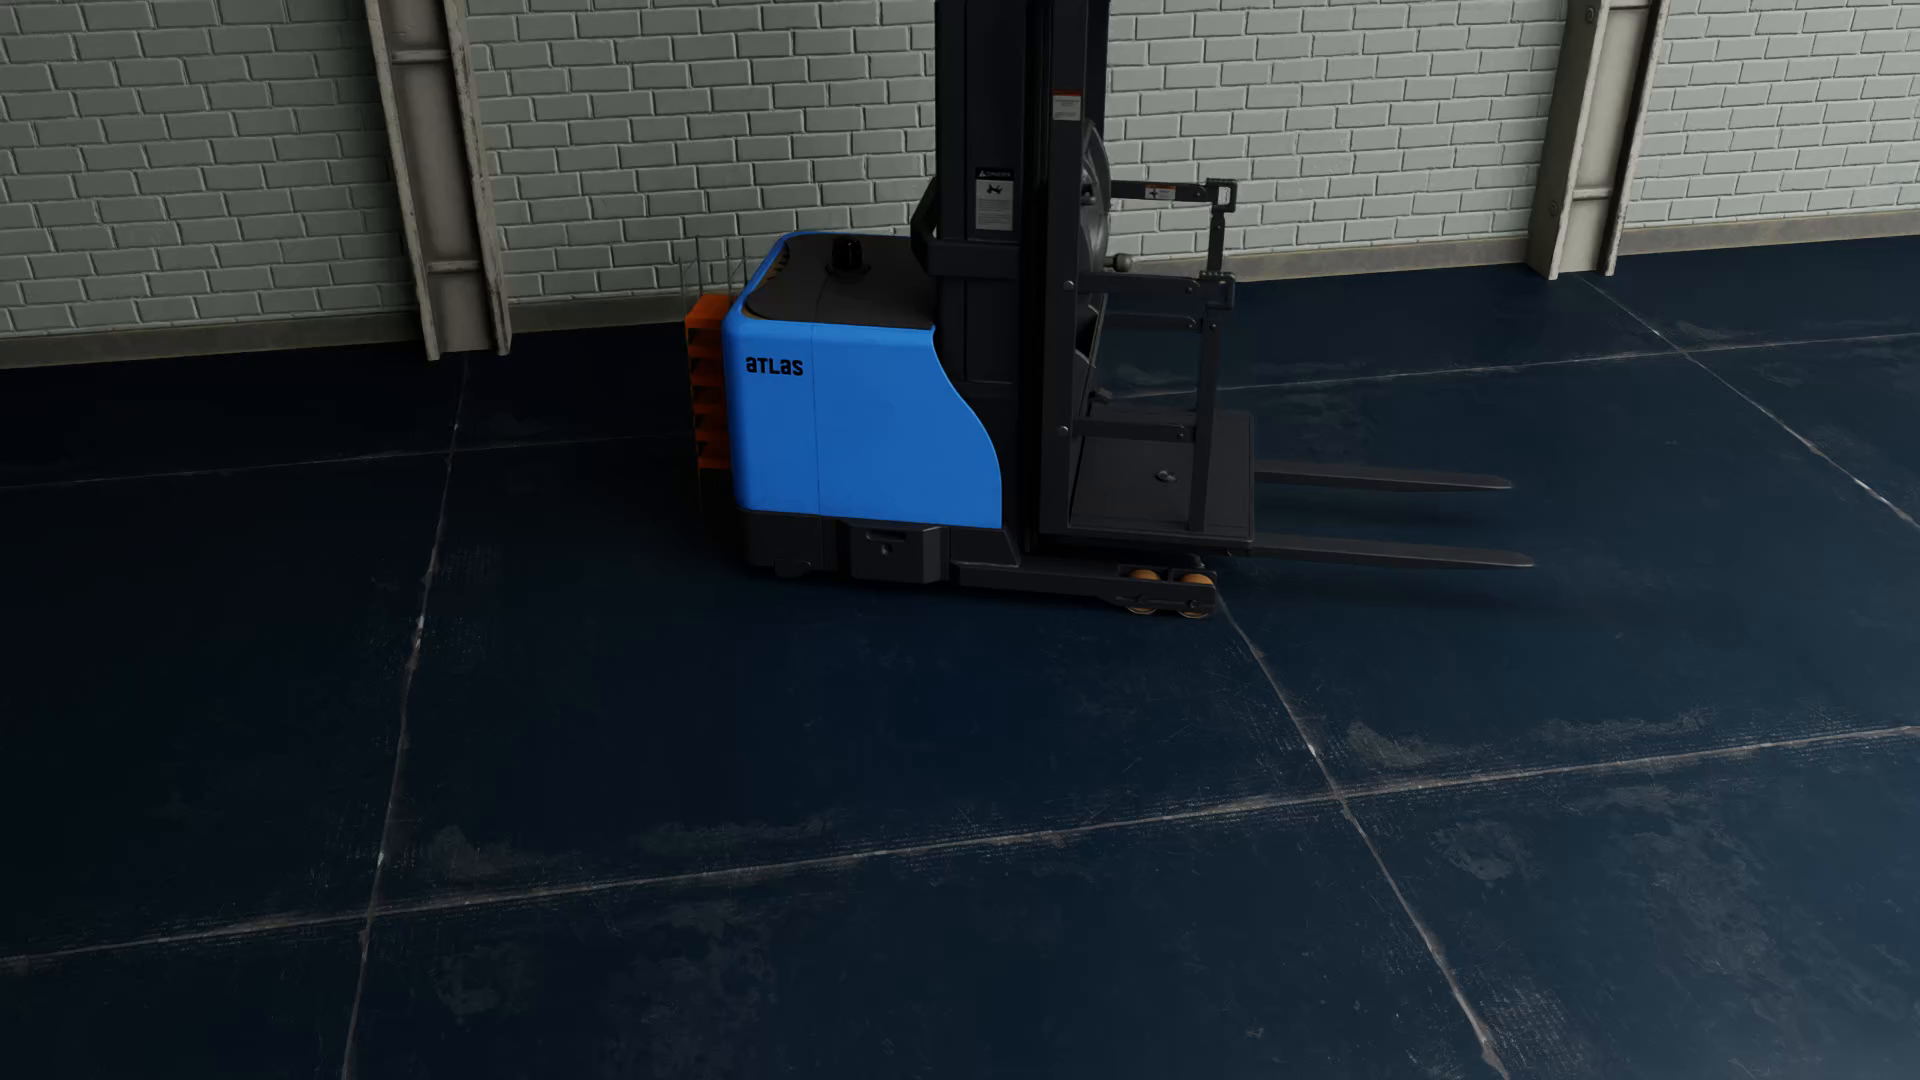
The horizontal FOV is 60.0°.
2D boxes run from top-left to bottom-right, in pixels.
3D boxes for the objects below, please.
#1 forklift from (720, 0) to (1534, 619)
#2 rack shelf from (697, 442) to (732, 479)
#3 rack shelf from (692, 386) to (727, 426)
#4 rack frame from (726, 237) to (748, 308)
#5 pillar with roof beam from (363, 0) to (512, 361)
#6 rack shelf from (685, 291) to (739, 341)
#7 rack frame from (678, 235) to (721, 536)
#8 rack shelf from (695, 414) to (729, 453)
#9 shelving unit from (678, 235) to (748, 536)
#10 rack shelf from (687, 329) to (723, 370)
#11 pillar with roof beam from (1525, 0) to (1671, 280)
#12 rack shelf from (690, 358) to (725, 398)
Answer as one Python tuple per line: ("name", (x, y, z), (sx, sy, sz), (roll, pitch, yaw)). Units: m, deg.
("forklift", (0.677, -1.258, 5.998), (3.031, 2.935, 1.130), (4, 31, 7))
("rack shelf", (-0.934, -0.341, 6.707), (0.180, 0.103, 0.258), (4, 31, 7))
("rack shelf", (-0.934, -0.548, 6.586), (0.180, 0.103, 0.258), (4, 31, 7))
("rack frame", (-0.844, -0.579, 6.552), (0.006, 1.200, 0.240), (4, 31, 7))
("pillar with roof beam", (-1.706, -2.719, 2.497), (0.400, 9.000, 9.100), (-5, 31, -9))
("rack shelf", (-0.934, -0.858, 6.403), (0.180, 0.103, 0.258), (4, 31, 7))
("rack frame", (-1.025, -0.593, 6.575), (0.006, 1.200, 0.240), (4, 31, 7))
("rack shelf", (-0.934, -0.444, 6.647), (0.180, 0.103, 0.258), (4, 31, 7))
("shelving unit", (-0.934, -0.586, 6.563), (0.189, 1.200, 0.258), (4, 31, 7))
("rack shelf", (-0.934, -0.755, 6.464), (0.180, 0.103, 0.258), (4, 31, 7))
("pillar with roof beam", (4.195, -3.267, 3.428), (0.400, 9.000, 9.100), (-5, 31, -9))
("rack shelf", (-0.934, -0.651, 6.525), (0.180, 0.103, 0.258), (4, 31, 7))
